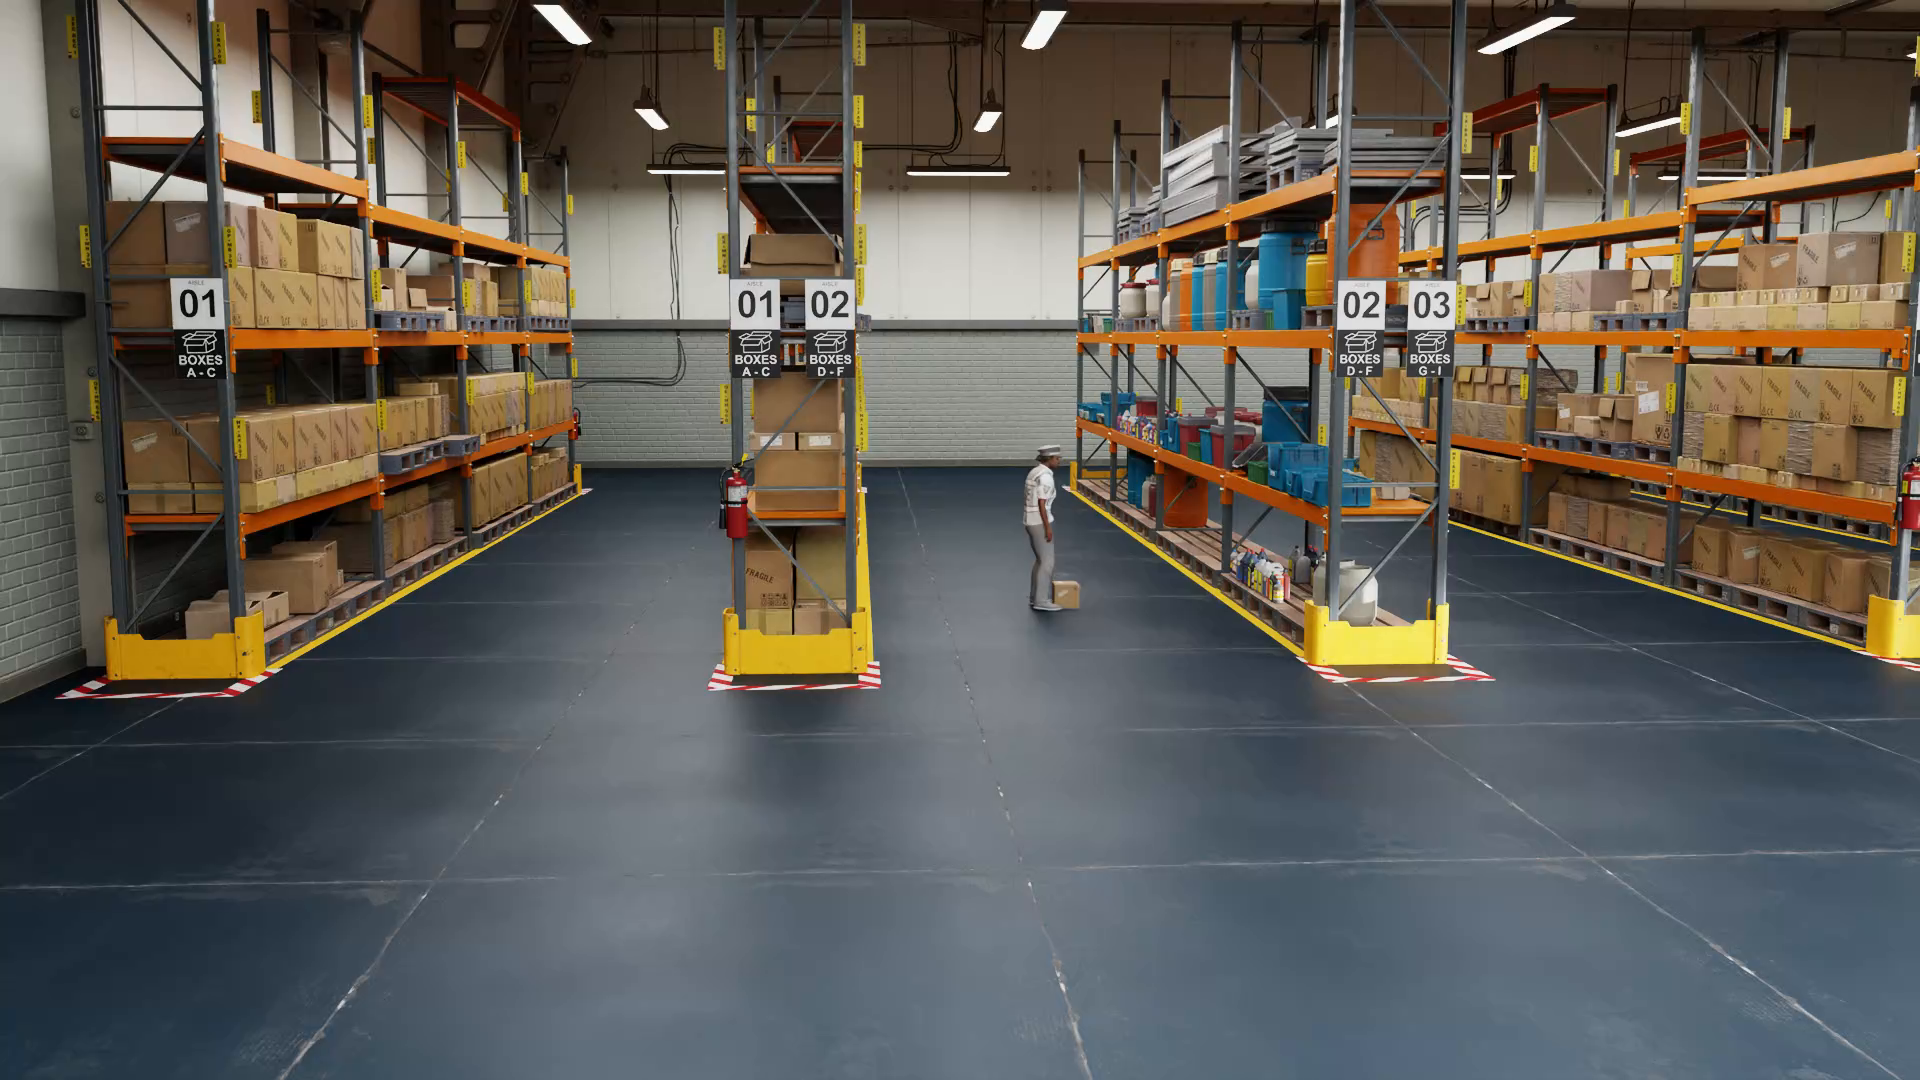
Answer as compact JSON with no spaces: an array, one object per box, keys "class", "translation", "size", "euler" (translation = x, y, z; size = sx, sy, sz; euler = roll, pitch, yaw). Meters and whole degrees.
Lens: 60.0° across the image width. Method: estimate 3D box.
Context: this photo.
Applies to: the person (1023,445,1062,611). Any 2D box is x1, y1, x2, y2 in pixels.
[{"class":"person","translation":[0.842,-0.133,16.851],"size":[0.397,1.656,0.518],"euler":[-1,7,-6]}]
